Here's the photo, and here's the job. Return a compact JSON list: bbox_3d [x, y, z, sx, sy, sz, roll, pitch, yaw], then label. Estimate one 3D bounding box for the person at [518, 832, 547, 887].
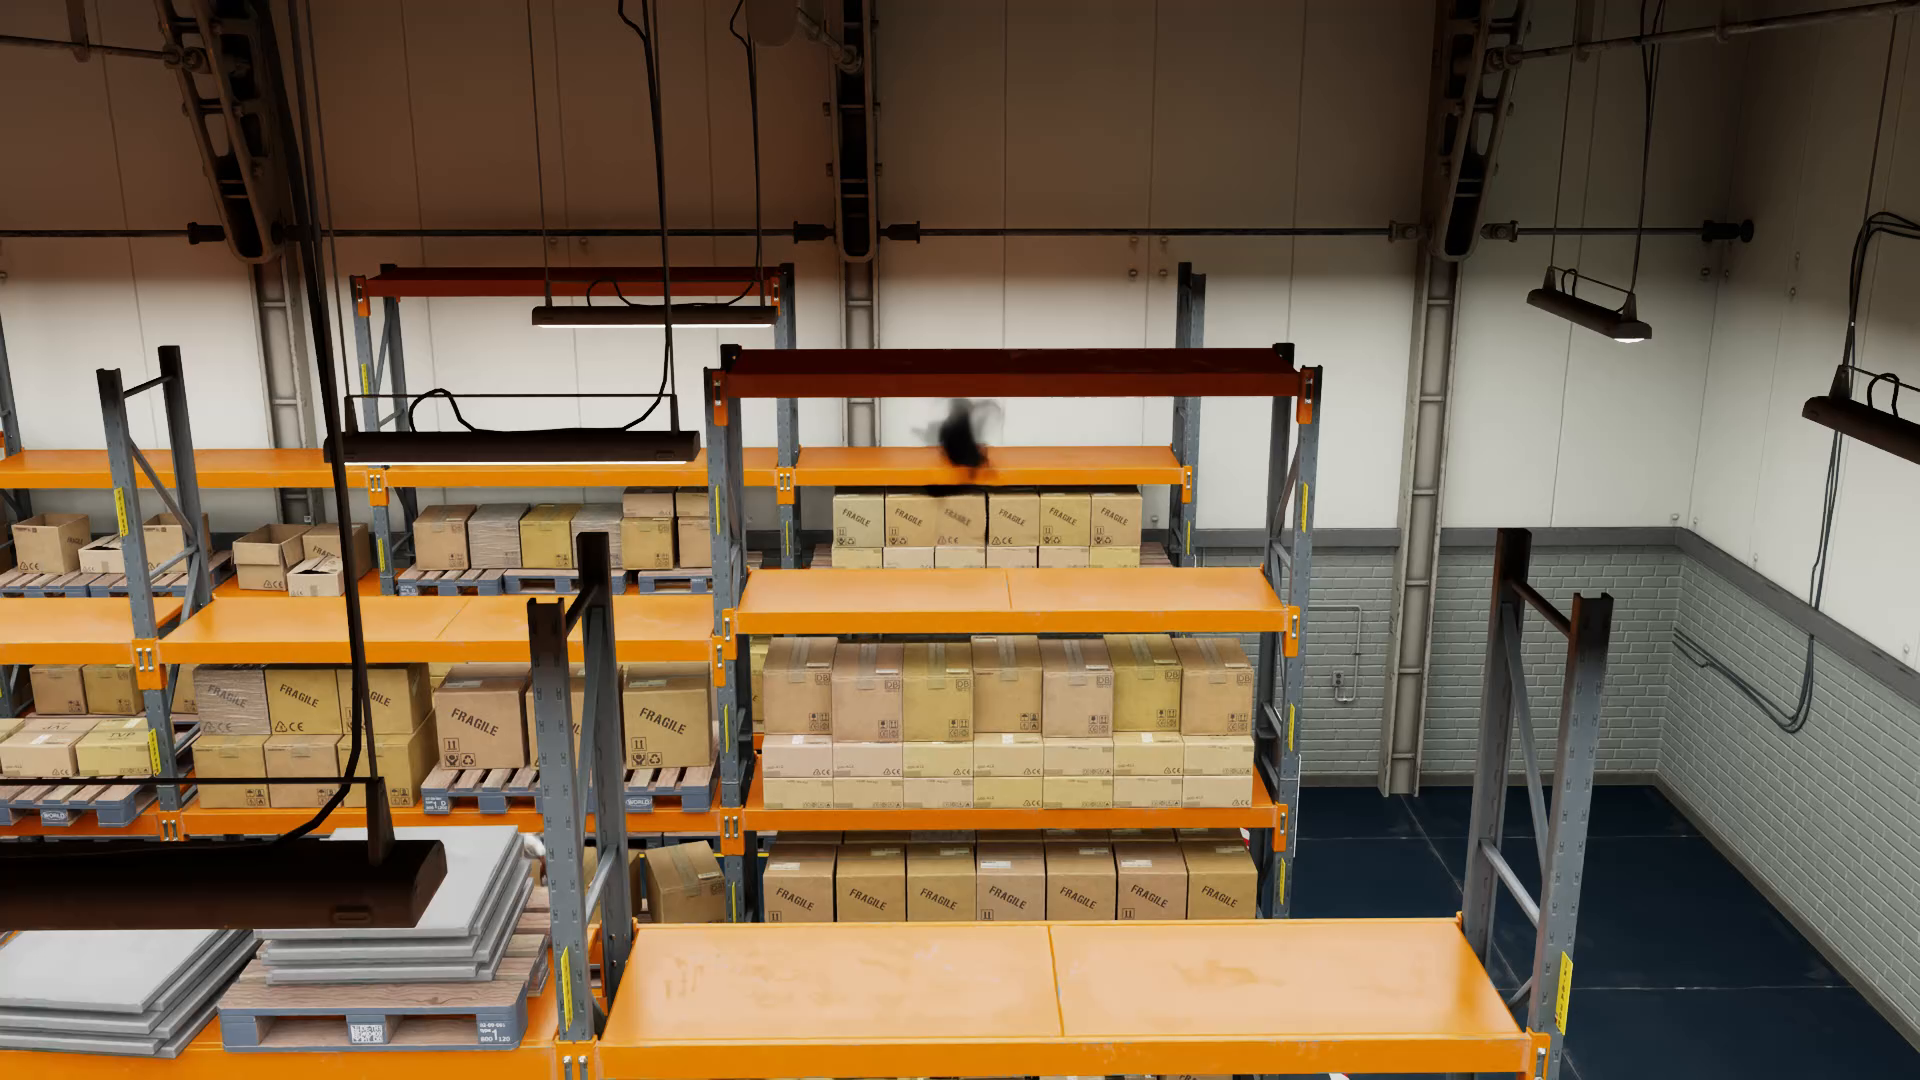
[{"bbox_3d":[-3.775,3.041,14.636,0.870,1.725,0.595,-1,16,-4],"label":"person"}]
